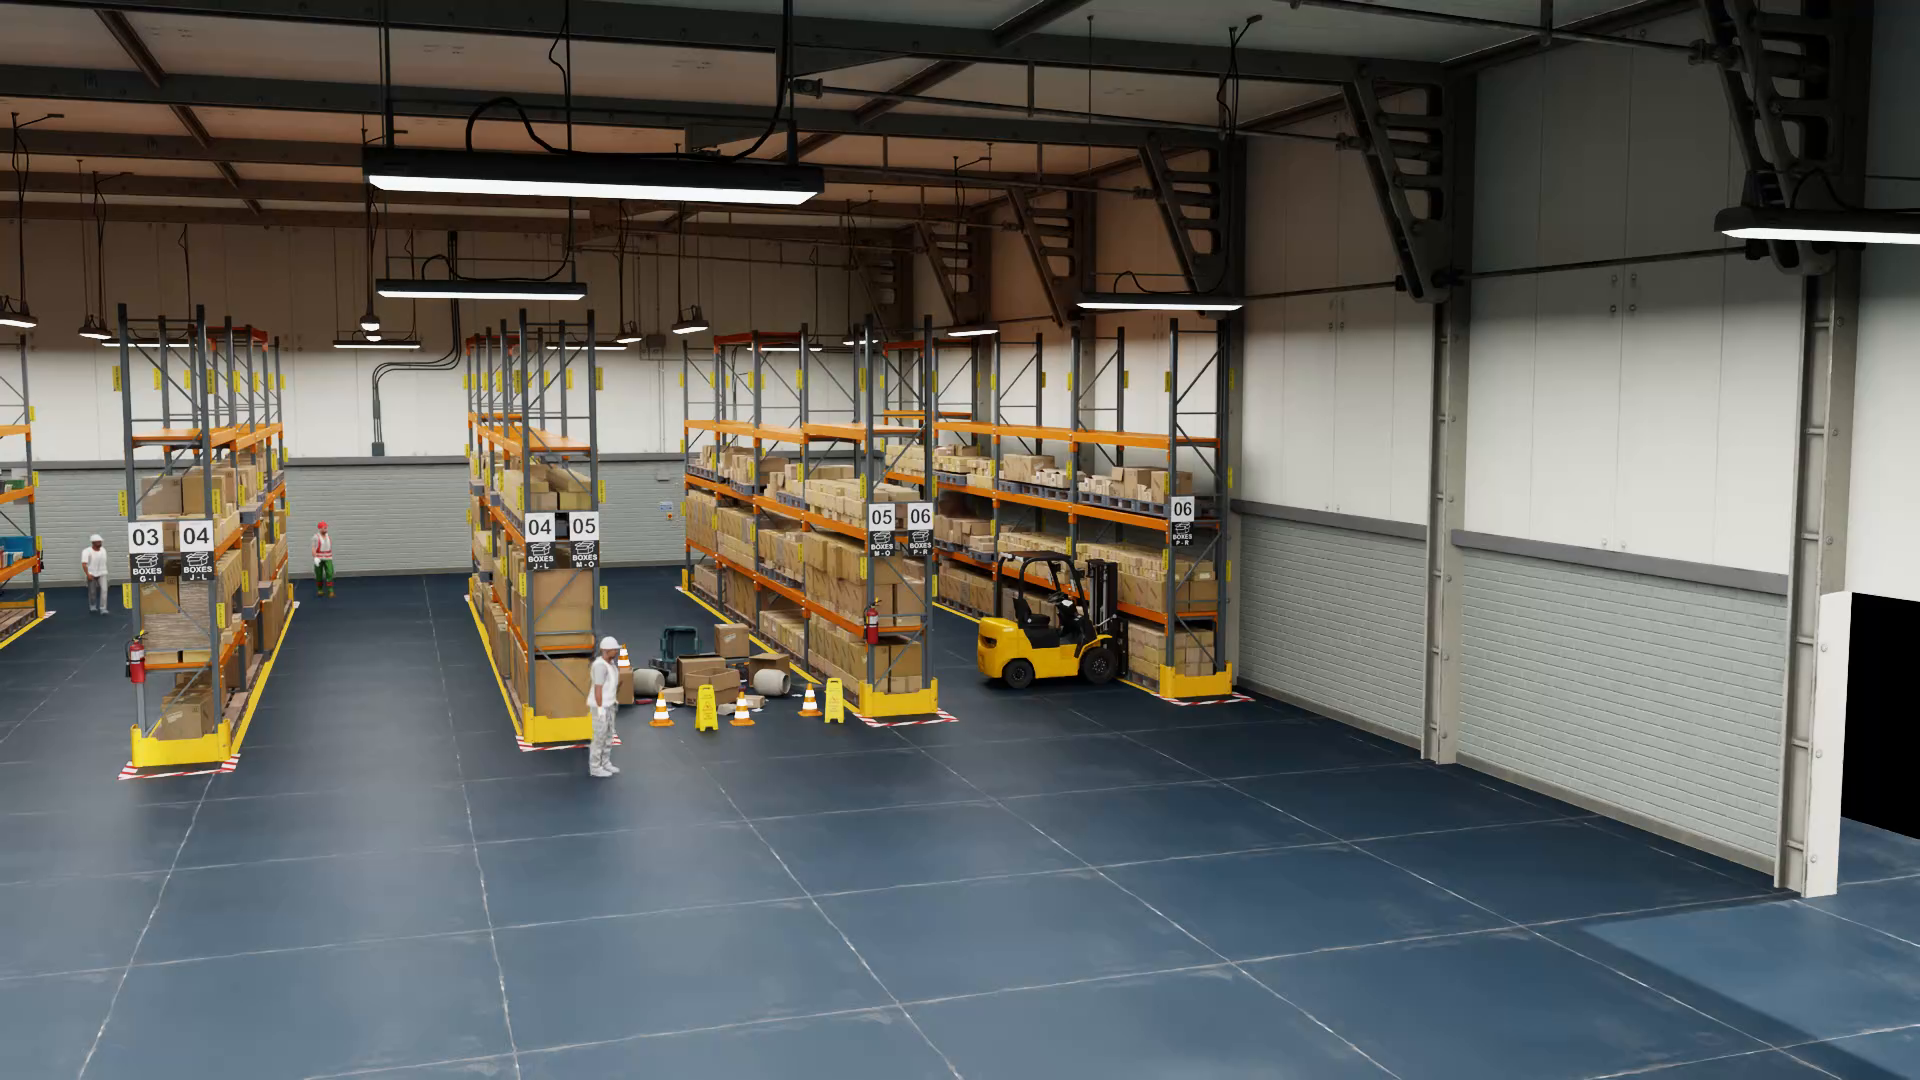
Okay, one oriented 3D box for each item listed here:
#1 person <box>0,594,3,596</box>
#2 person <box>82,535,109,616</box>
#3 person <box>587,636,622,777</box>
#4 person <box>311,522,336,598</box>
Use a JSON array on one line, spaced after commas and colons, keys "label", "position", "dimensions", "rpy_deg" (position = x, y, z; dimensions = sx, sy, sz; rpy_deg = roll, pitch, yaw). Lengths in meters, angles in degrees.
[{"label": "person", "position": [-22.731, 0.495, 38.626], "dimensions": [0.877, 1.670, 0.544], "rpy_deg": [1, 5, 8]}, {"label": "person", "position": [-18.622, 0.752, 35.811], "dimensions": [0.511, 1.731, 0.997], "rpy_deg": [-4, 6, -33]}, {"label": "person", "position": [-4.522, 2.112, 21.192], "dimensions": [0.451, 1.789, 0.587], "rpy_deg": [0, 5, 3]}, {"label": "person", "position": [-14.781, 0.448, 38.539], "dimensions": [0.476, 1.732, 1.007], "rpy_deg": [-3, 6, -27]}]
